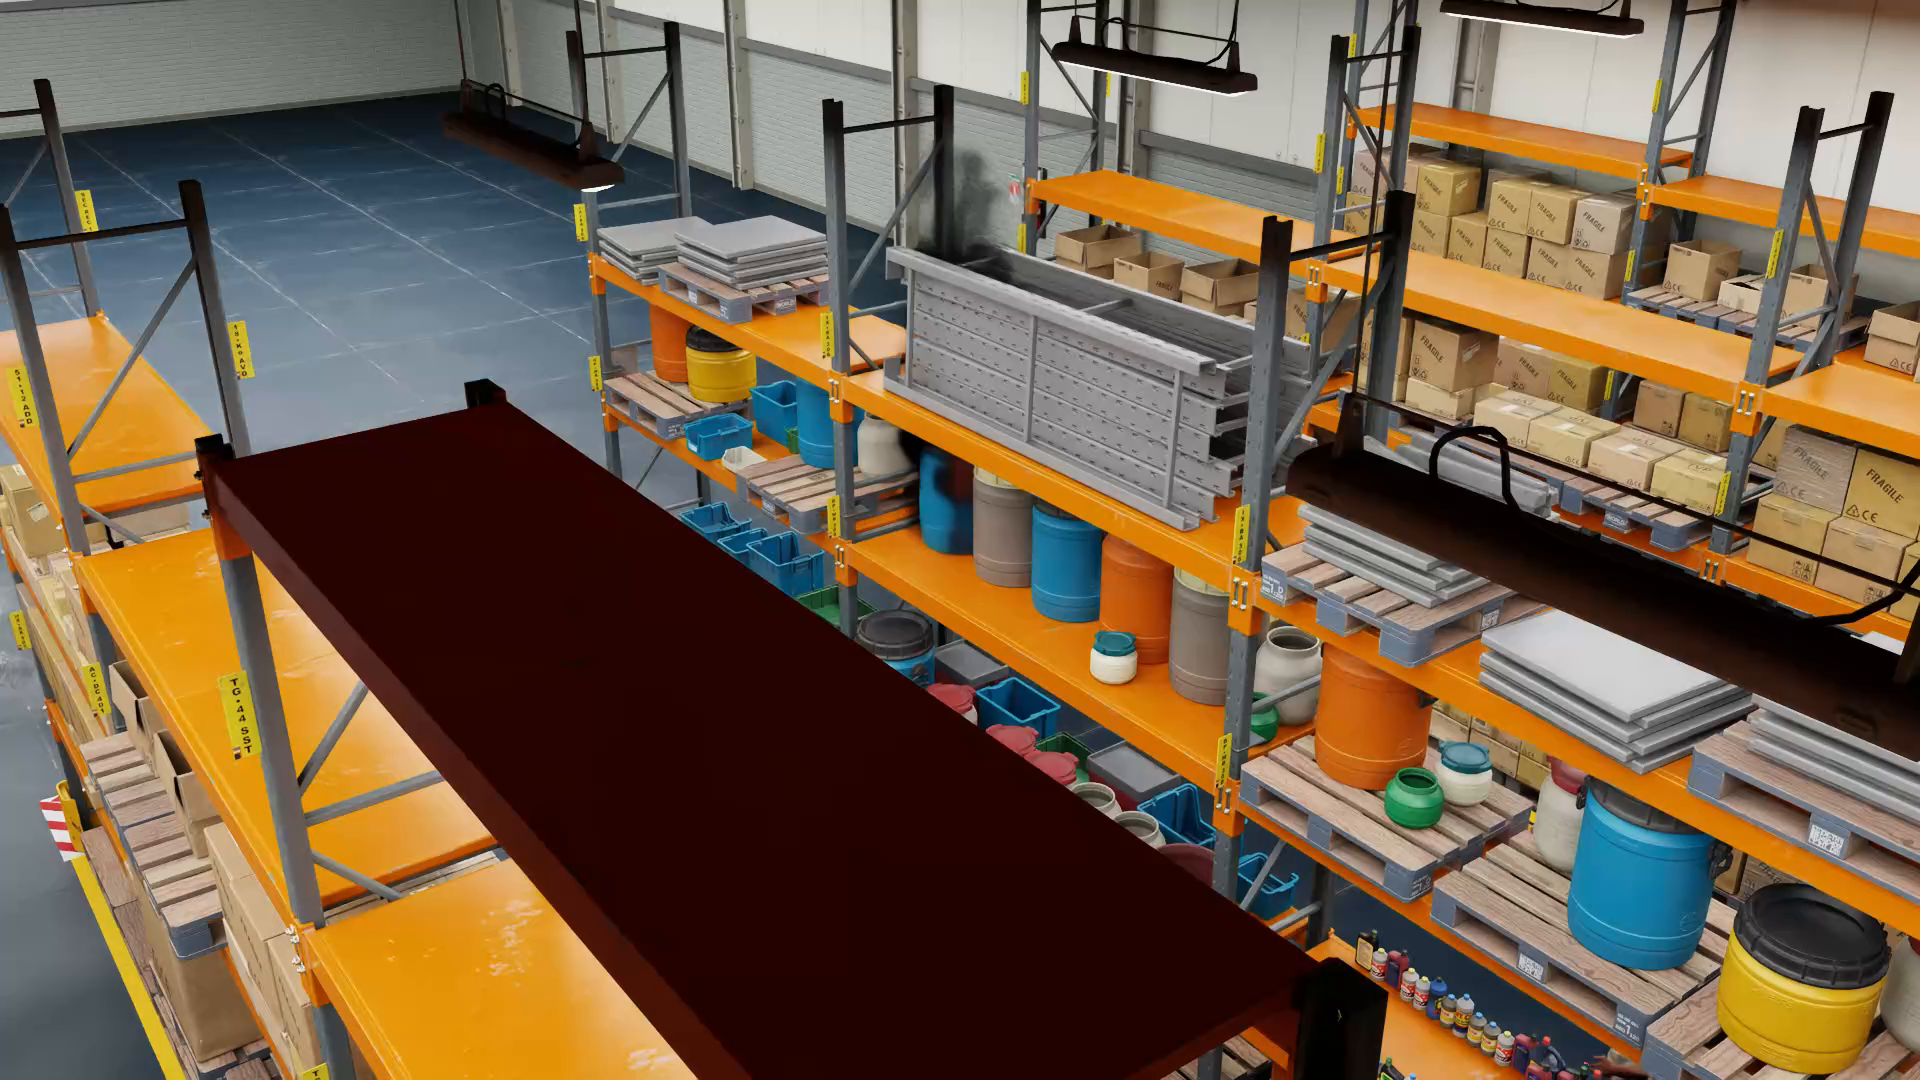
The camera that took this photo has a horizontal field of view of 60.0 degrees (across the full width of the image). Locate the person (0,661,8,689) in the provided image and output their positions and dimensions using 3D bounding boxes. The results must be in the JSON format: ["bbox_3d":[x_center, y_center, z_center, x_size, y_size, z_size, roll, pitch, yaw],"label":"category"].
[{"bbox_3d":[-9.266,0.796,15.399,0.759,1.612,0.571,0,25,1],"label":"person"}]

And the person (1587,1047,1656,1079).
[{"bbox_3d":[4.102,3.197,10.013,0.714,1.733,0.791,-19,31,-36],"label":"person"}]
